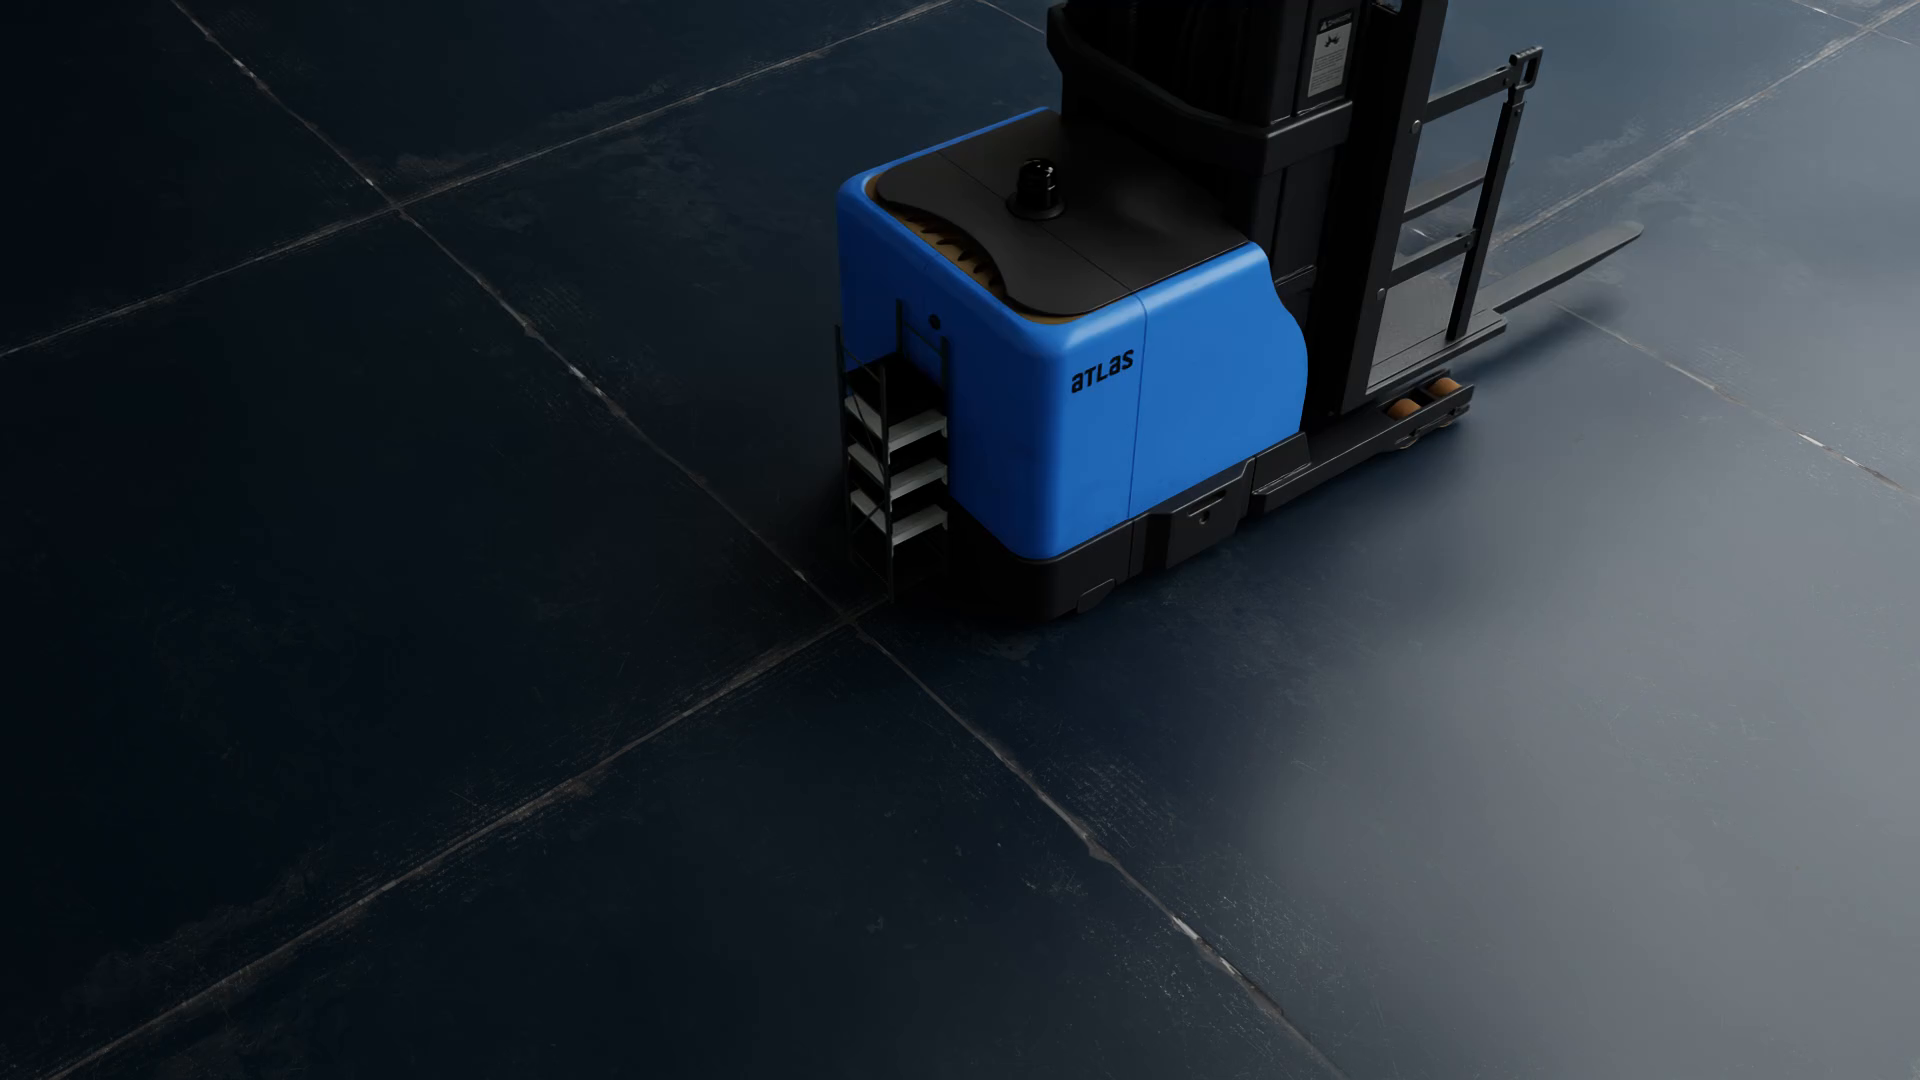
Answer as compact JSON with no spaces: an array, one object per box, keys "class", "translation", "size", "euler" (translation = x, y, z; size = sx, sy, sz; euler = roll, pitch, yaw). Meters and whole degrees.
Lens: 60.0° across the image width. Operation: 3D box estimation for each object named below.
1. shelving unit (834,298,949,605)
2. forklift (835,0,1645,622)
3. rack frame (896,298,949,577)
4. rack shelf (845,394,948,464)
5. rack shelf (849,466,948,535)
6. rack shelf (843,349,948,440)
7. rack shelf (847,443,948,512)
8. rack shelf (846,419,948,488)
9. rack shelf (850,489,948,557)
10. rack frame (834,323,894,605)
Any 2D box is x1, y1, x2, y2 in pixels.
[{"class":"shelving unit","translation":[-0.190,-0.241,4.849],"size":[0.210,0.900,0.258],"euler":[-26,49,-25]},{"class":"forklift","translation":[1.118,-1.642,4.858],"size":[3.031,2.935,1.130],"euler":[-26,49,-25]},{"class":"rack frame","translation":[-0.108,-0.282,4.893],"size":[0.006,0.900,0.240],"euler":[-26,49,-25]},{"class":"rack shelf","translation":[-0.190,-0.348,4.749],"size":[0.200,0.077,0.258],"euler":[-26,49,-25]},{"class":"rack shelf","translation":[-0.190,-0.151,4.934],"size":[0.200,0.077,0.258],"euler":[-26,49,-25]},{"class":"rack shelf","translation":[-0.190,-0.413,4.687],"size":[0.200,0.077,0.258],"euler":[-26,49,-25]},{"class":"rack shelf","translation":[-0.190,-0.217,4.872],"size":[0.200,0.077,0.258],"euler":[-26,49,-25]},{"class":"rack shelf","translation":[-0.190,-0.282,4.810],"size":[0.200,0.077,0.258],"euler":[-26,49,-25]},{"class":"rack shelf","translation":[-0.190,-0.085,4.995],"size":[0.200,0.077,0.258],"euler":[-26,49,-25]},{"class":"rack frame","translation":[-0.273,-0.200,4.806],"size":[0.006,0.900,0.240],"euler":[-26,49,-25]}]
